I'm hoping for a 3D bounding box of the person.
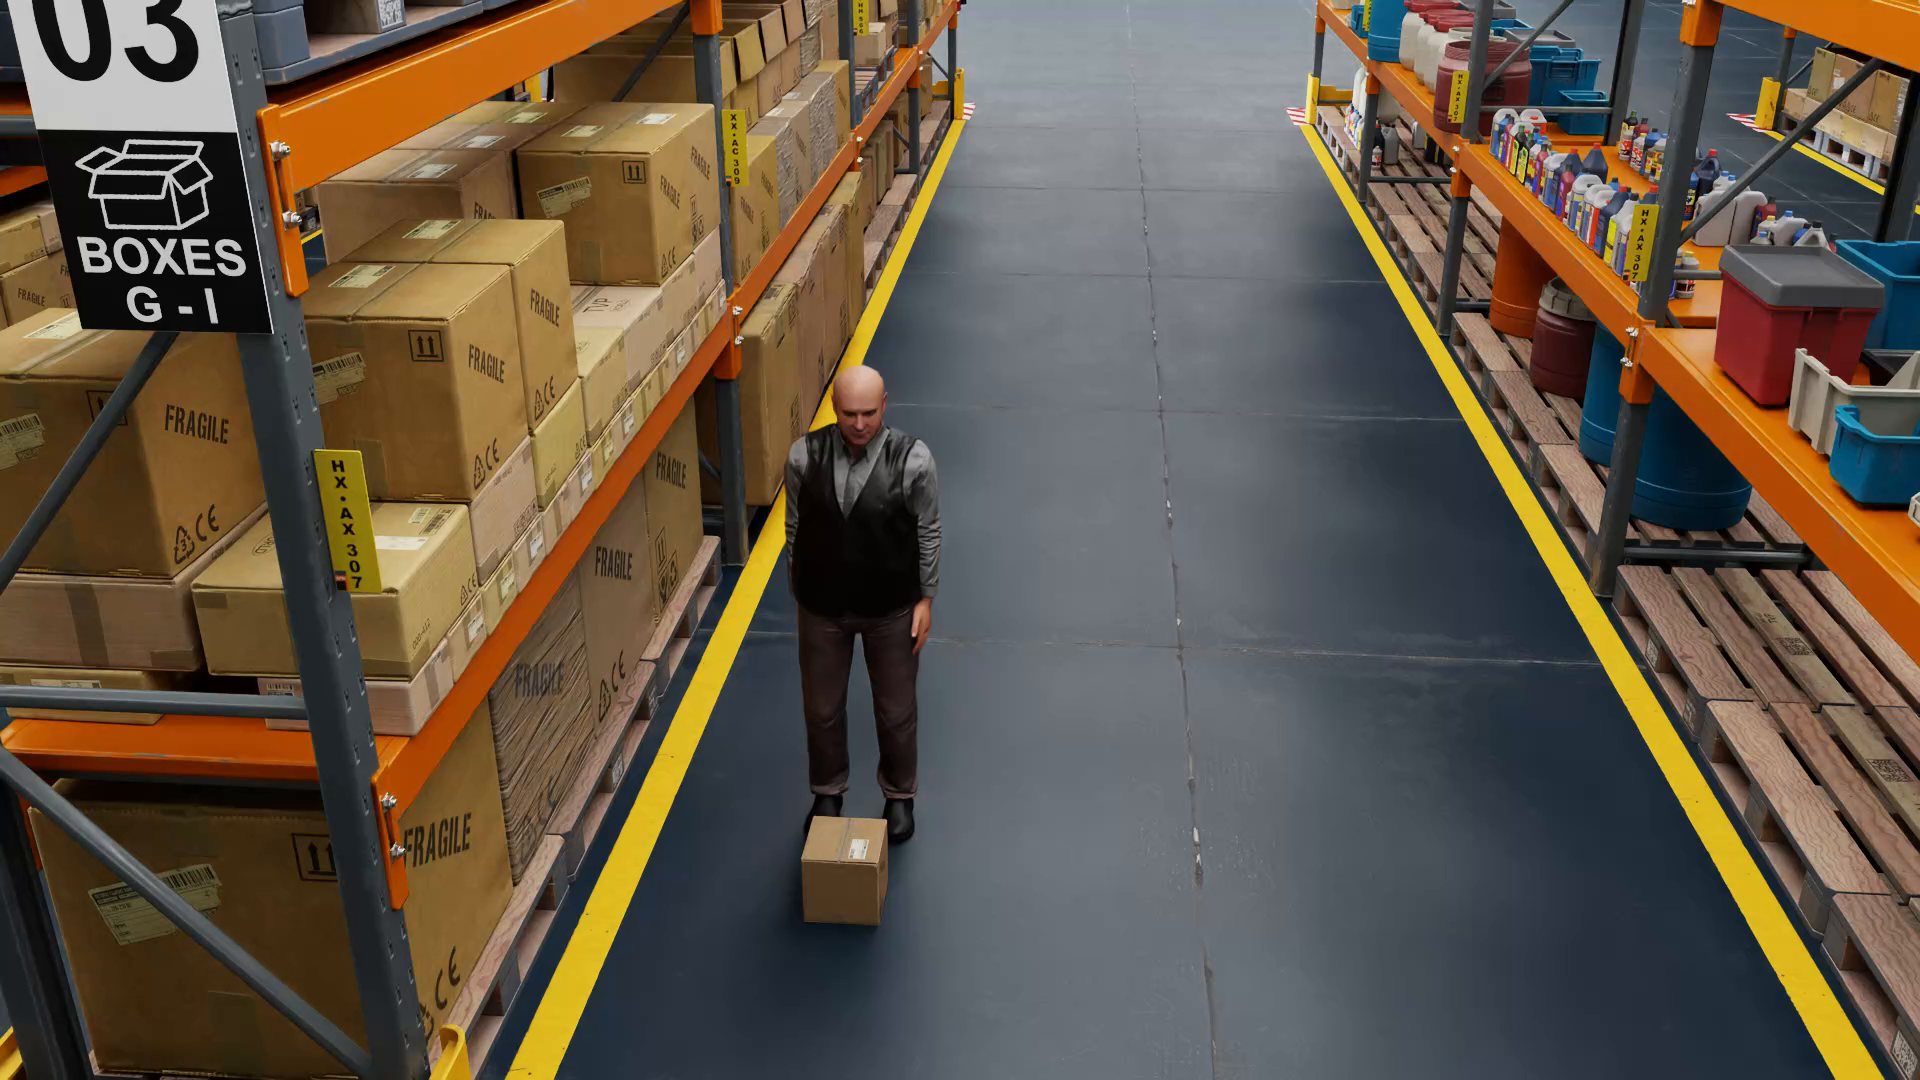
[{"bbox_3d":[-0.325,0.226,5.649,0.533,1.713,0.357,2,24,5],"label":"person"}]
